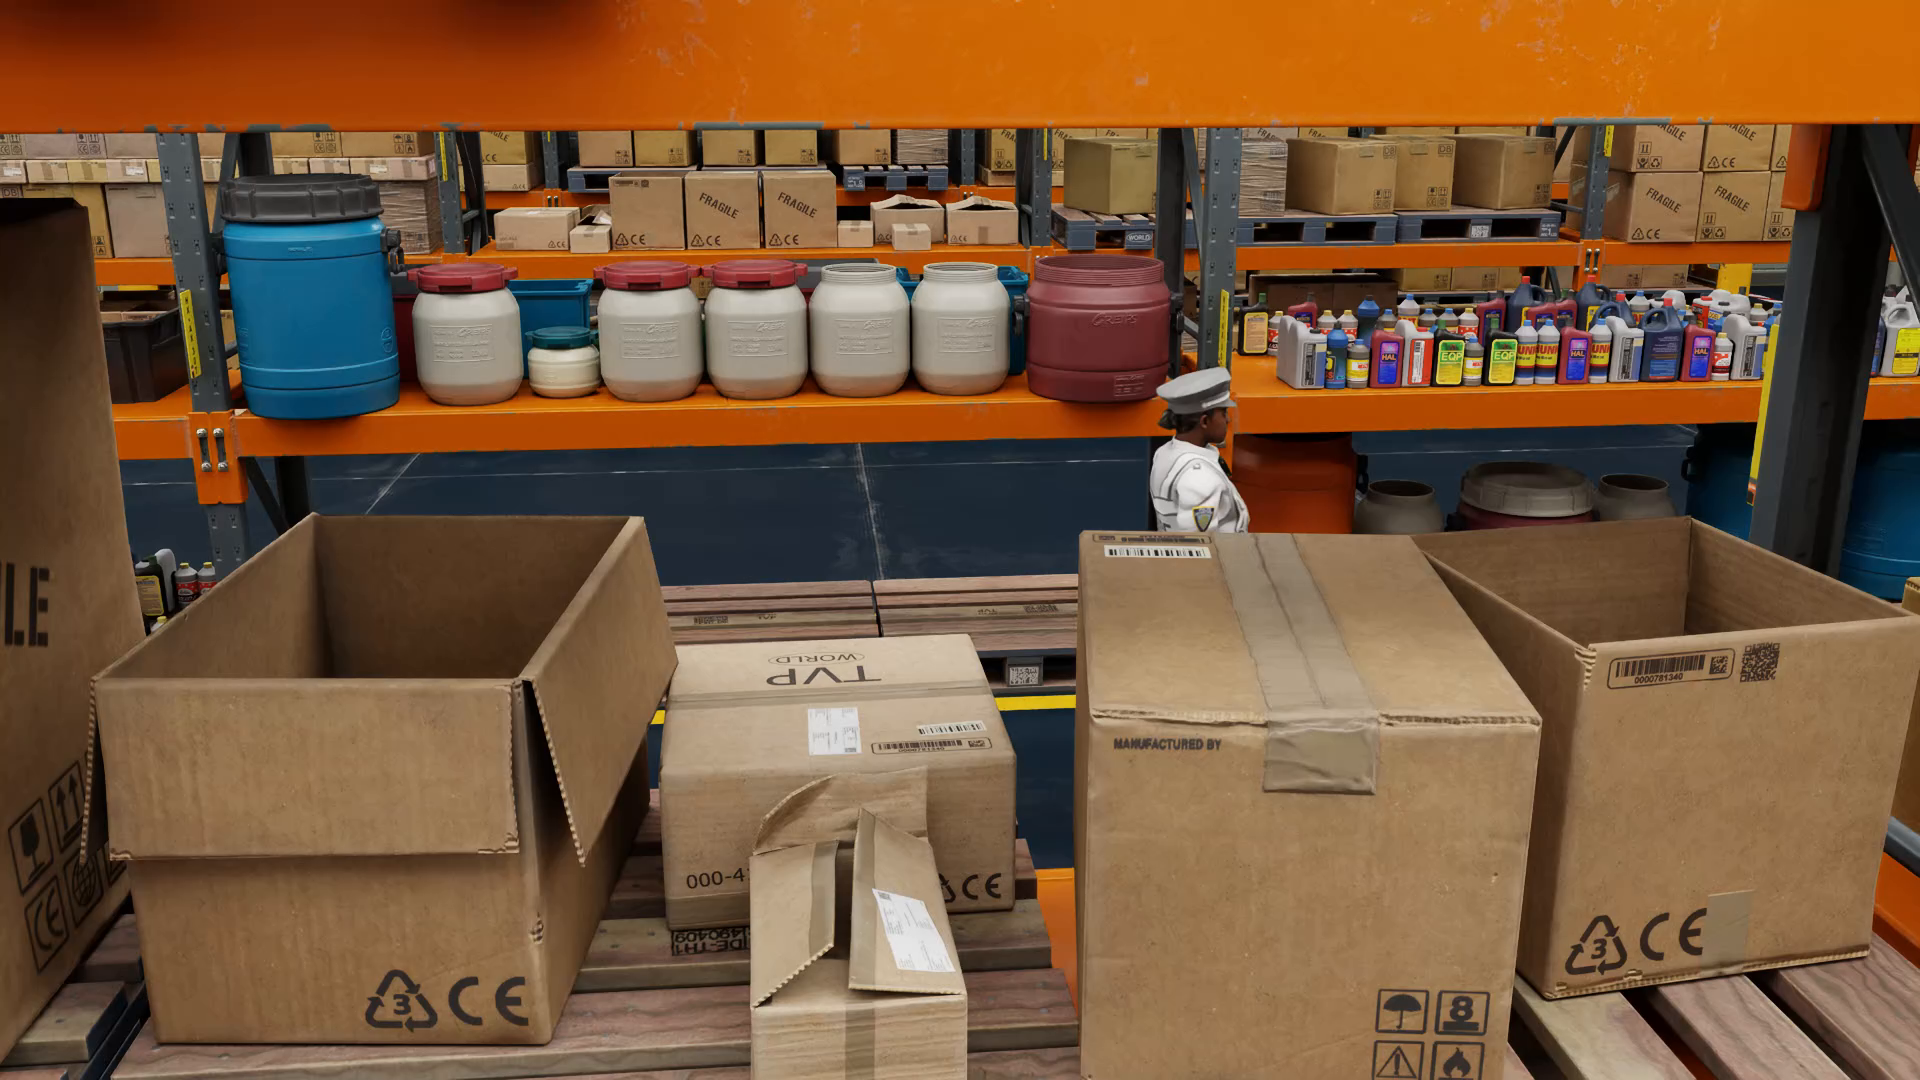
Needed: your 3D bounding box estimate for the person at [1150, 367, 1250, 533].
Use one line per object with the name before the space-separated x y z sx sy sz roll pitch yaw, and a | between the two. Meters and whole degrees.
person | 0.814 0.234 5.750 0.340 1.677 0.437 -1 17 -4
